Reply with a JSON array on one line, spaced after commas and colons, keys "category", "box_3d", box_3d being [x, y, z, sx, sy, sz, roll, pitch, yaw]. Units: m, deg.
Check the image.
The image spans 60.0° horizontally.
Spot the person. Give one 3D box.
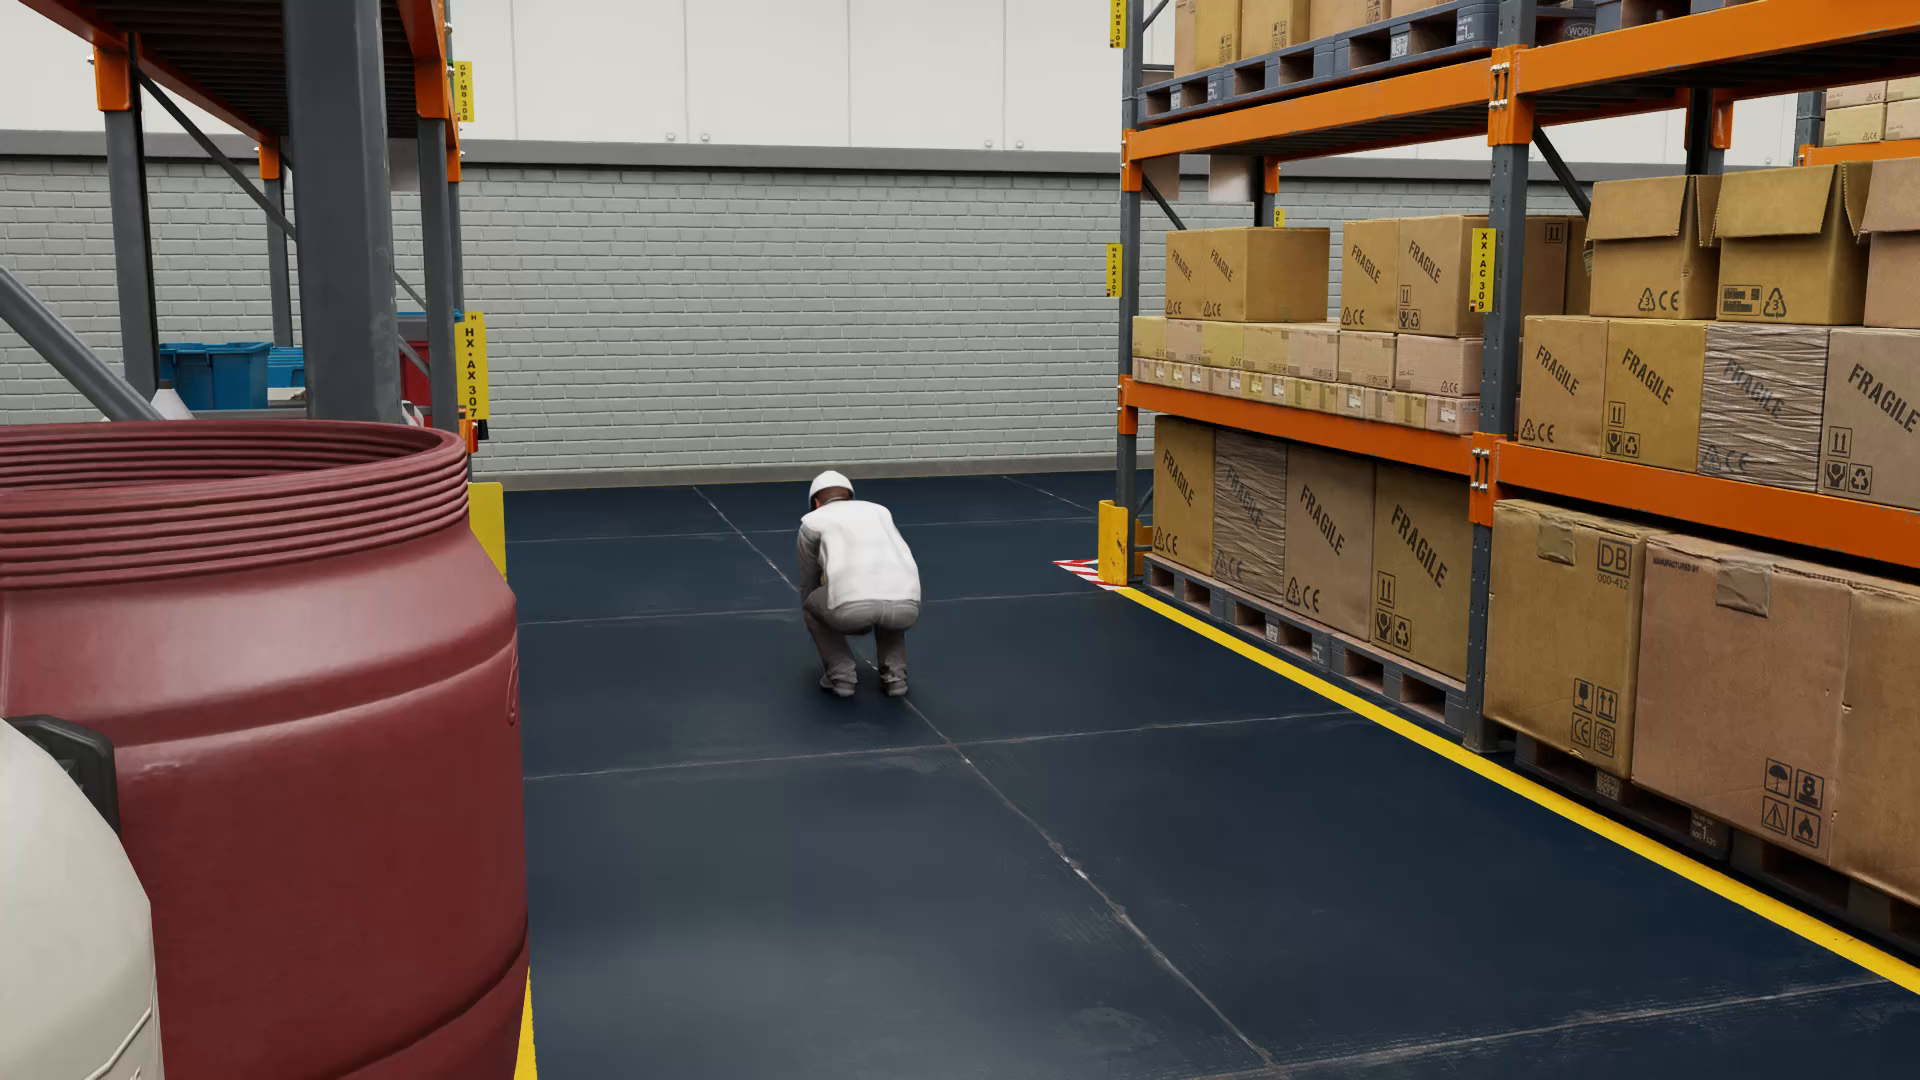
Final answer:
[{"category": "person", "box_3d": [-0.501, 0.208, 7.953, 0.511, 1.002, 0.922, -3, 10, -17]}]
